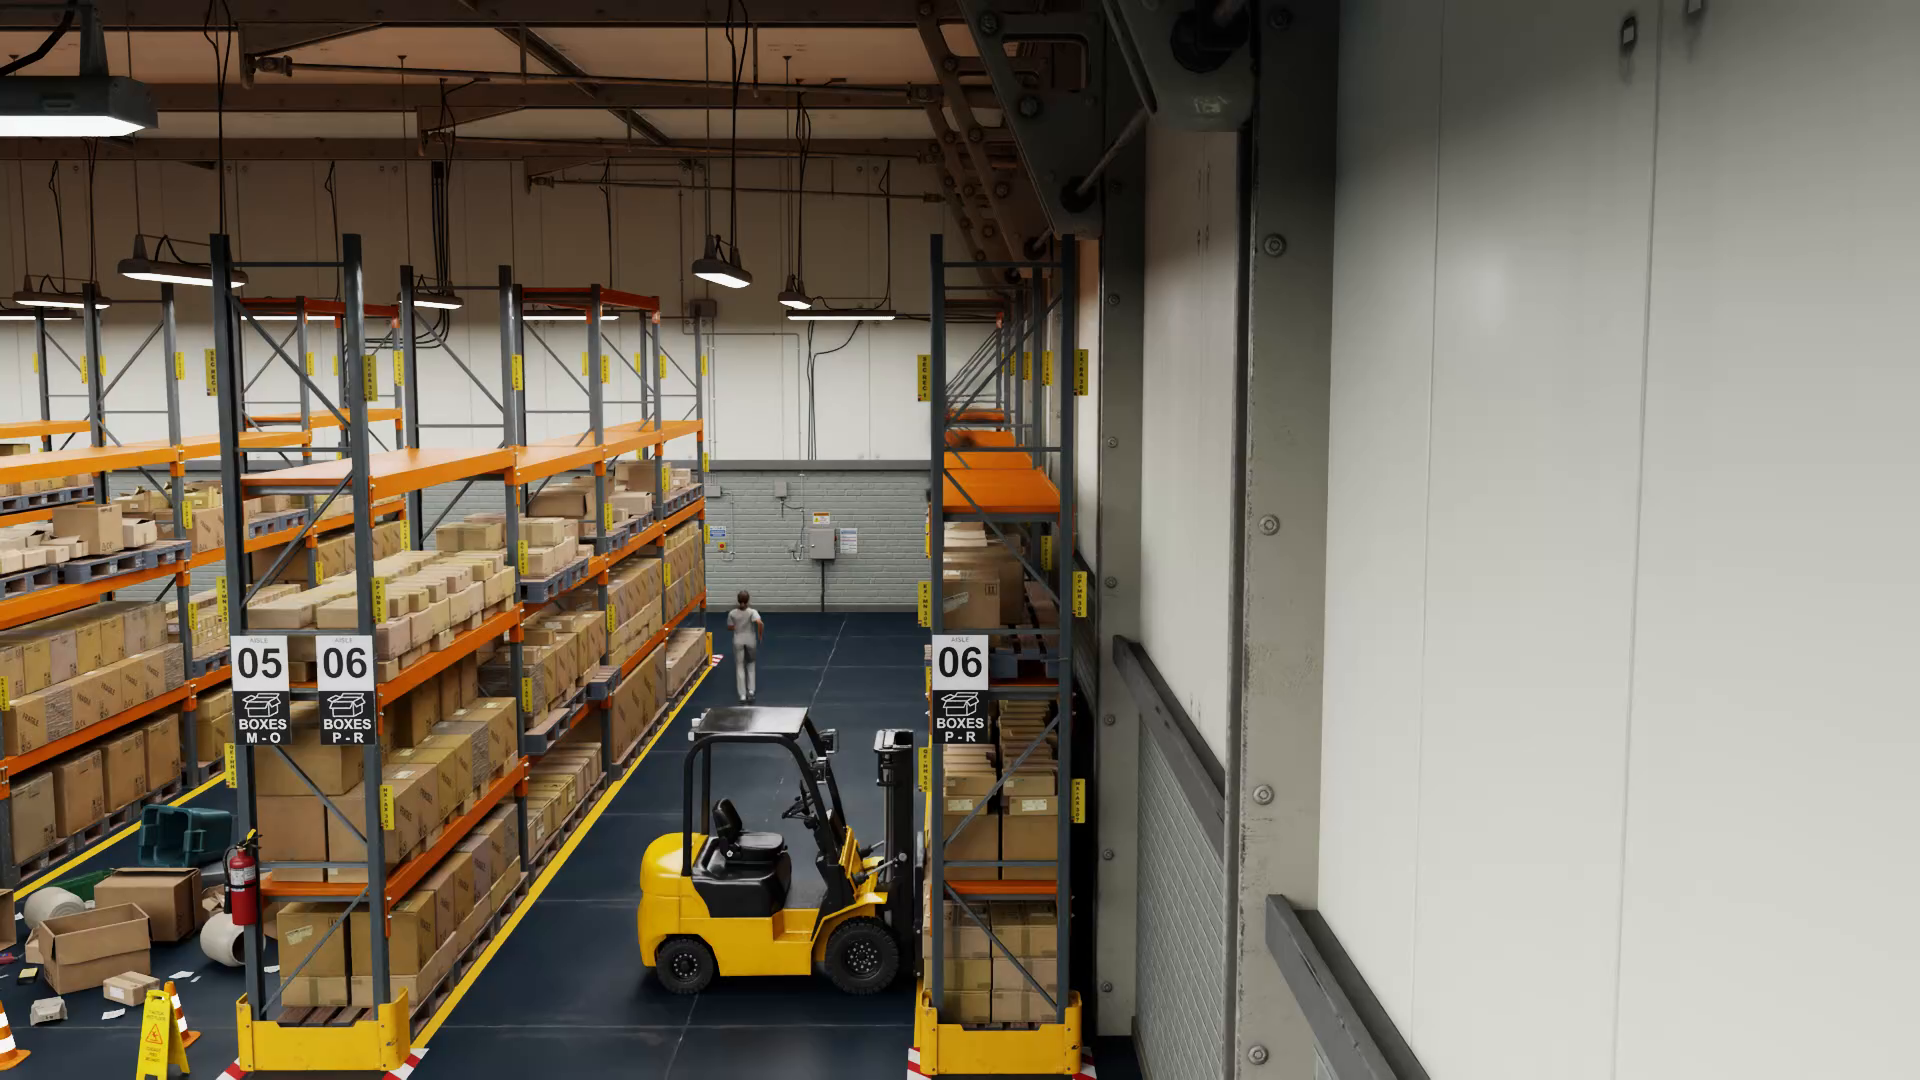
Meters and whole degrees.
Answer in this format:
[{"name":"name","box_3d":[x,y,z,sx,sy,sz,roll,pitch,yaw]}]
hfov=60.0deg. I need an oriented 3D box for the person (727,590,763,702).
[{"name":"person","box_3d":[-3.194,1.607,24.725,0.532,1.725,0.753,-1,6,-9]}]
